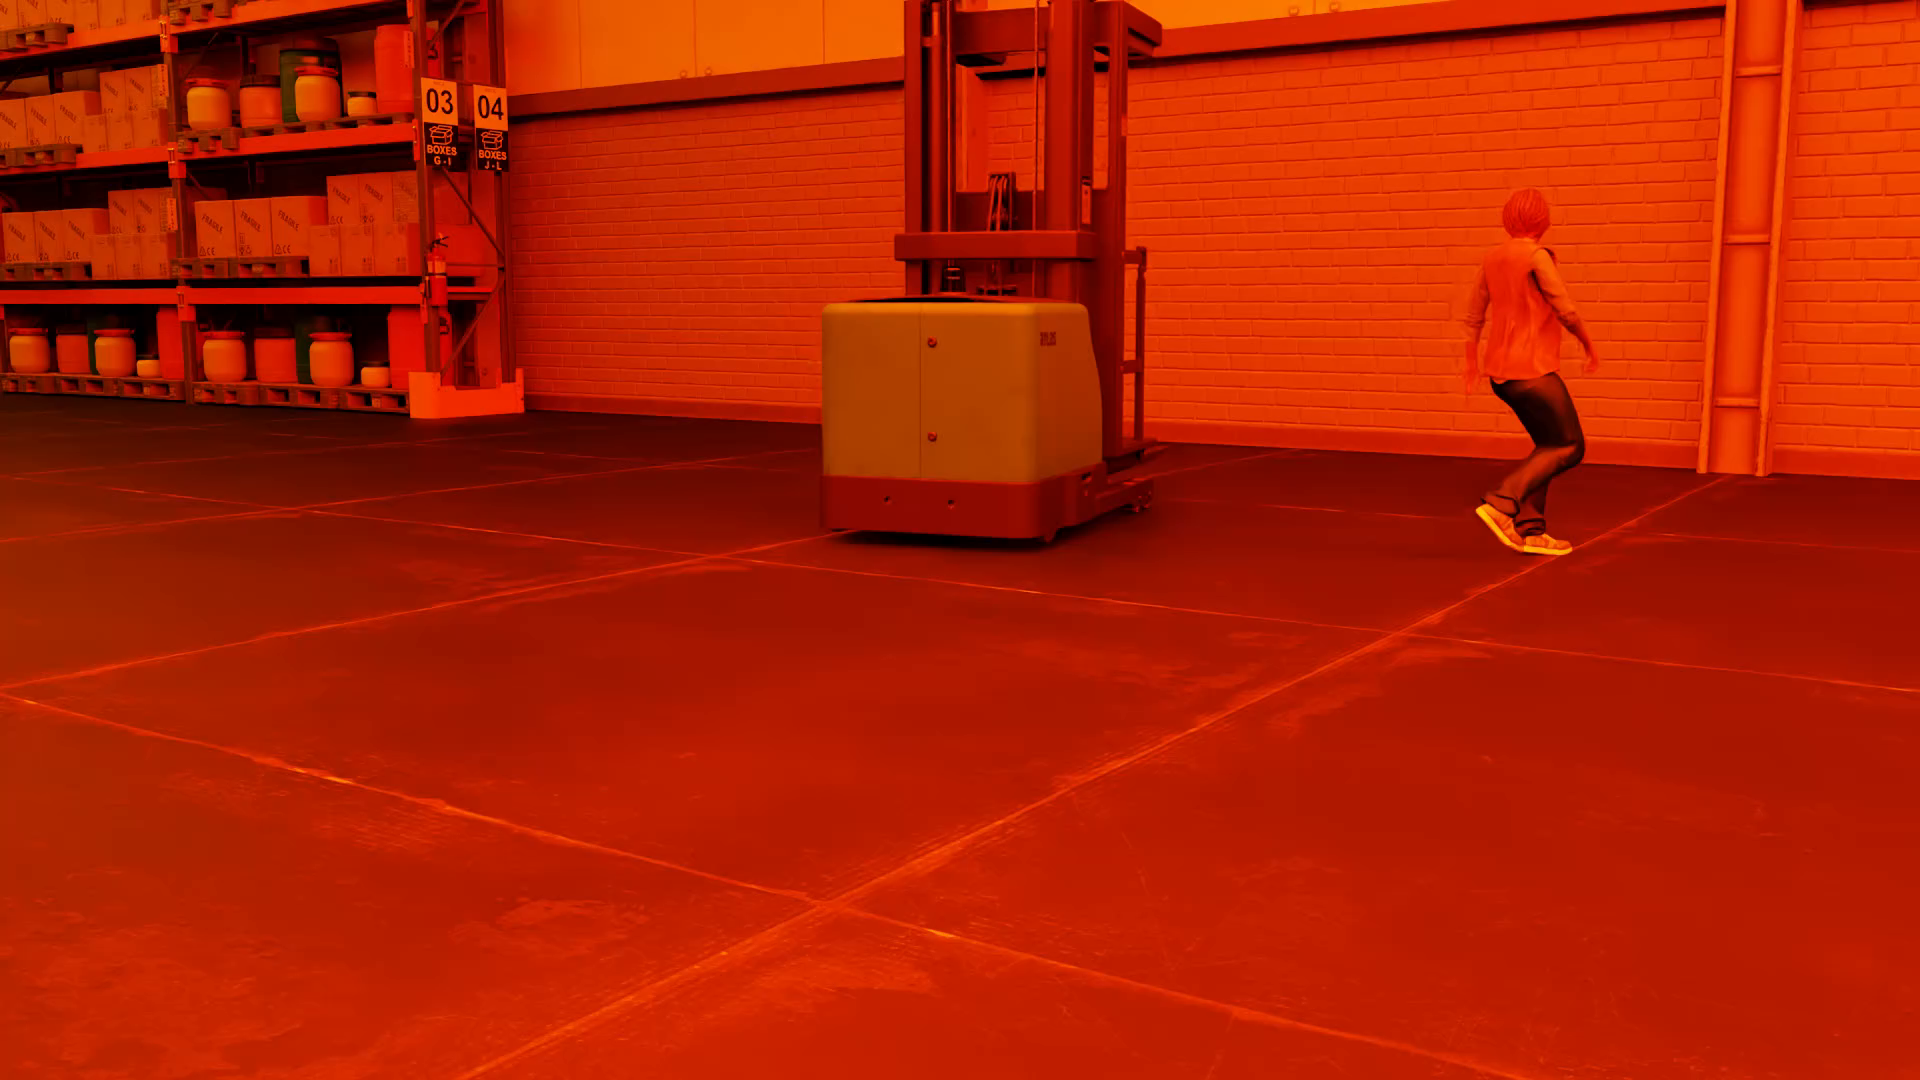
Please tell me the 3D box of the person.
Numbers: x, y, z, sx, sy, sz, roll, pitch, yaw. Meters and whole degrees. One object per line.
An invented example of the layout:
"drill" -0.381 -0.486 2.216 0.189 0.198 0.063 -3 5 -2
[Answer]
"person" 2.417 -0.704 7.078 0.535 1.555 0.595 -1 8 -5

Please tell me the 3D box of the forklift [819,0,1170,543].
"forklift" 0.379 -1.606 8.488 1.130 2.935 3.031 3 9 21
